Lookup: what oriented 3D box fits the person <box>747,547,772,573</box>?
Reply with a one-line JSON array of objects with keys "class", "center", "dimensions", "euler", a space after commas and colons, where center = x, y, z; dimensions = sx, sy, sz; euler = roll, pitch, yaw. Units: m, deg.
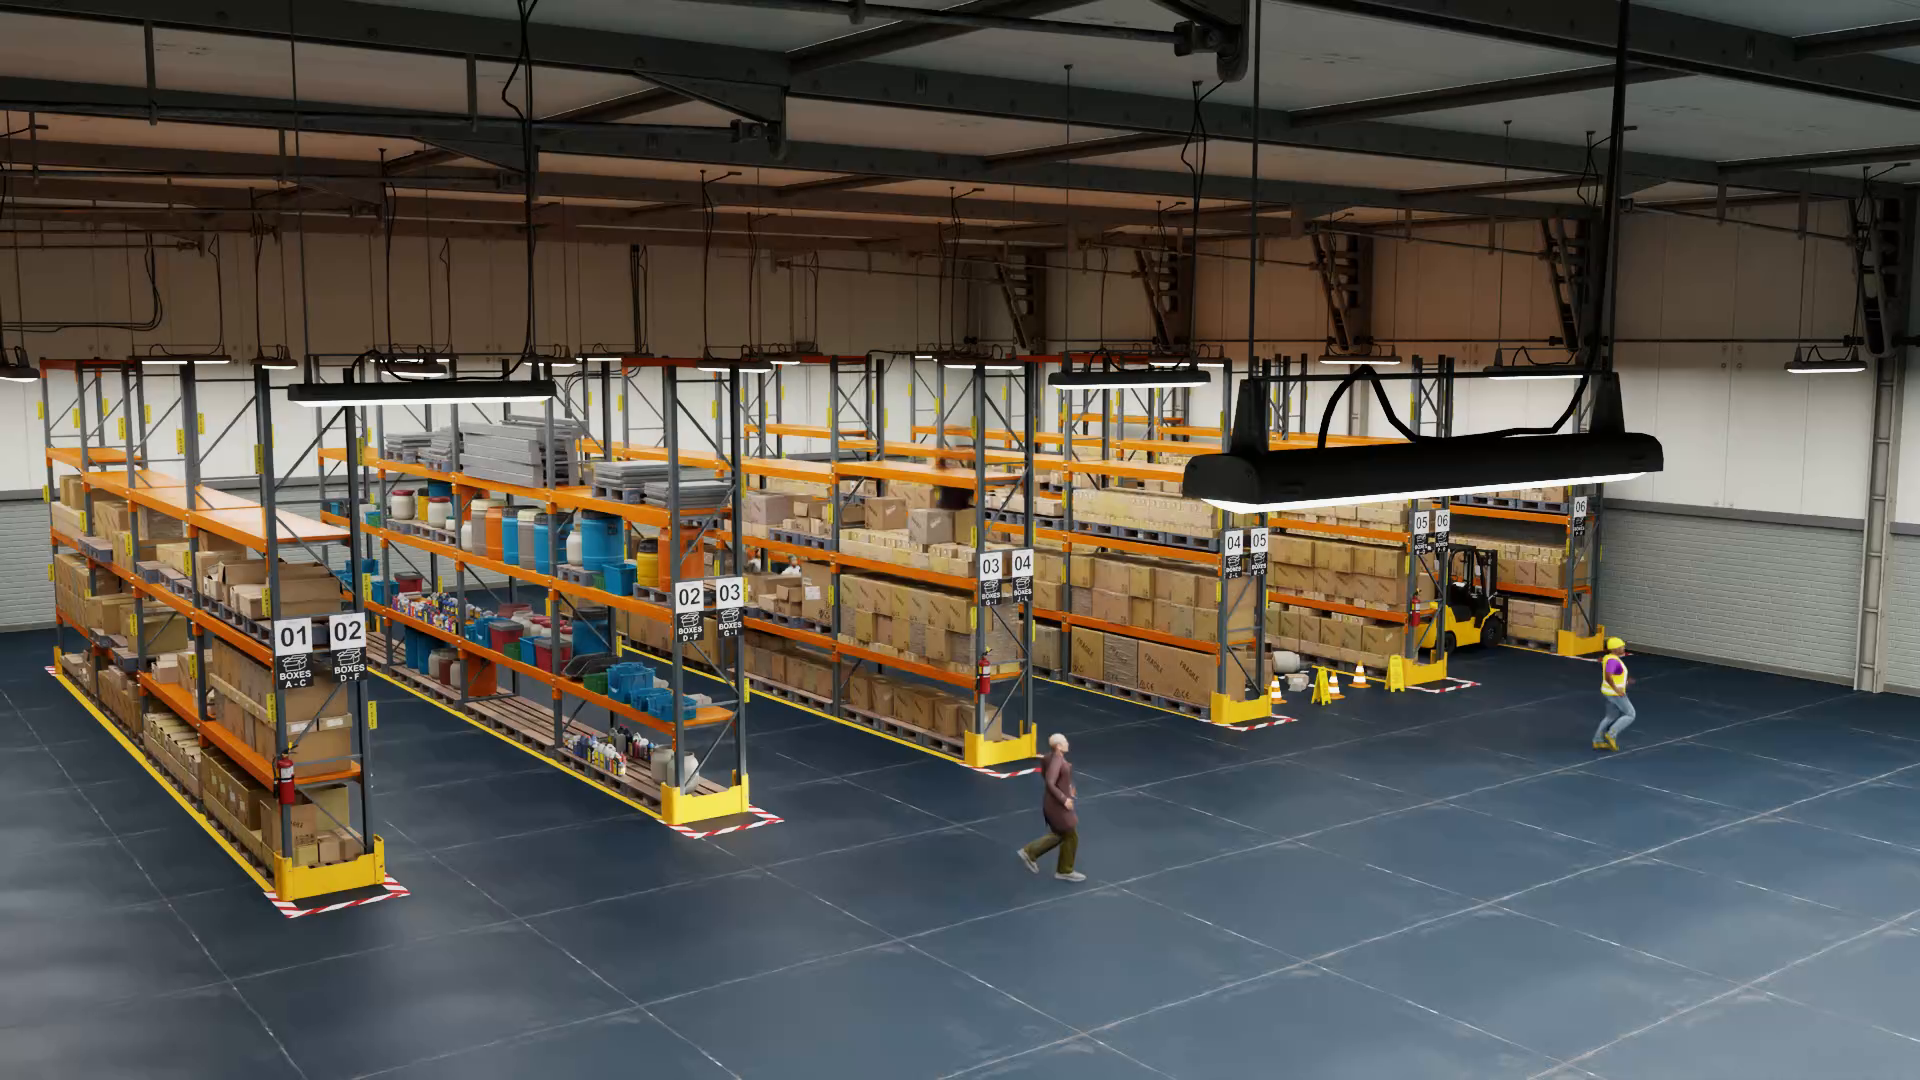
[{"class": "person", "center": [-4.490, 0.991, 37.401], "dimensions": [0.557, 1.666, 0.948], "euler": [-5, 9, -38]}]

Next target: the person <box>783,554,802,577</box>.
[{"class": "person", "center": [-3.601, 1.127, 36.448], "dimensions": [0.617, 1.657, 0.591], "euler": [-5, 8, -33]}]

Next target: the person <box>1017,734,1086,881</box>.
[{"class": "person", "center": [1.084, 3.136, 19.469], "dimensions": [0.808, 1.766, 0.726], "euler": [-1, 7, -8]}]

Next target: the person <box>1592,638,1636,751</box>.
[{"class": "person", "center": [10.155, 2.381, 25.714], "dimensions": [0.660, 1.746, 0.675], "euler": [0, 7, 3]}]
